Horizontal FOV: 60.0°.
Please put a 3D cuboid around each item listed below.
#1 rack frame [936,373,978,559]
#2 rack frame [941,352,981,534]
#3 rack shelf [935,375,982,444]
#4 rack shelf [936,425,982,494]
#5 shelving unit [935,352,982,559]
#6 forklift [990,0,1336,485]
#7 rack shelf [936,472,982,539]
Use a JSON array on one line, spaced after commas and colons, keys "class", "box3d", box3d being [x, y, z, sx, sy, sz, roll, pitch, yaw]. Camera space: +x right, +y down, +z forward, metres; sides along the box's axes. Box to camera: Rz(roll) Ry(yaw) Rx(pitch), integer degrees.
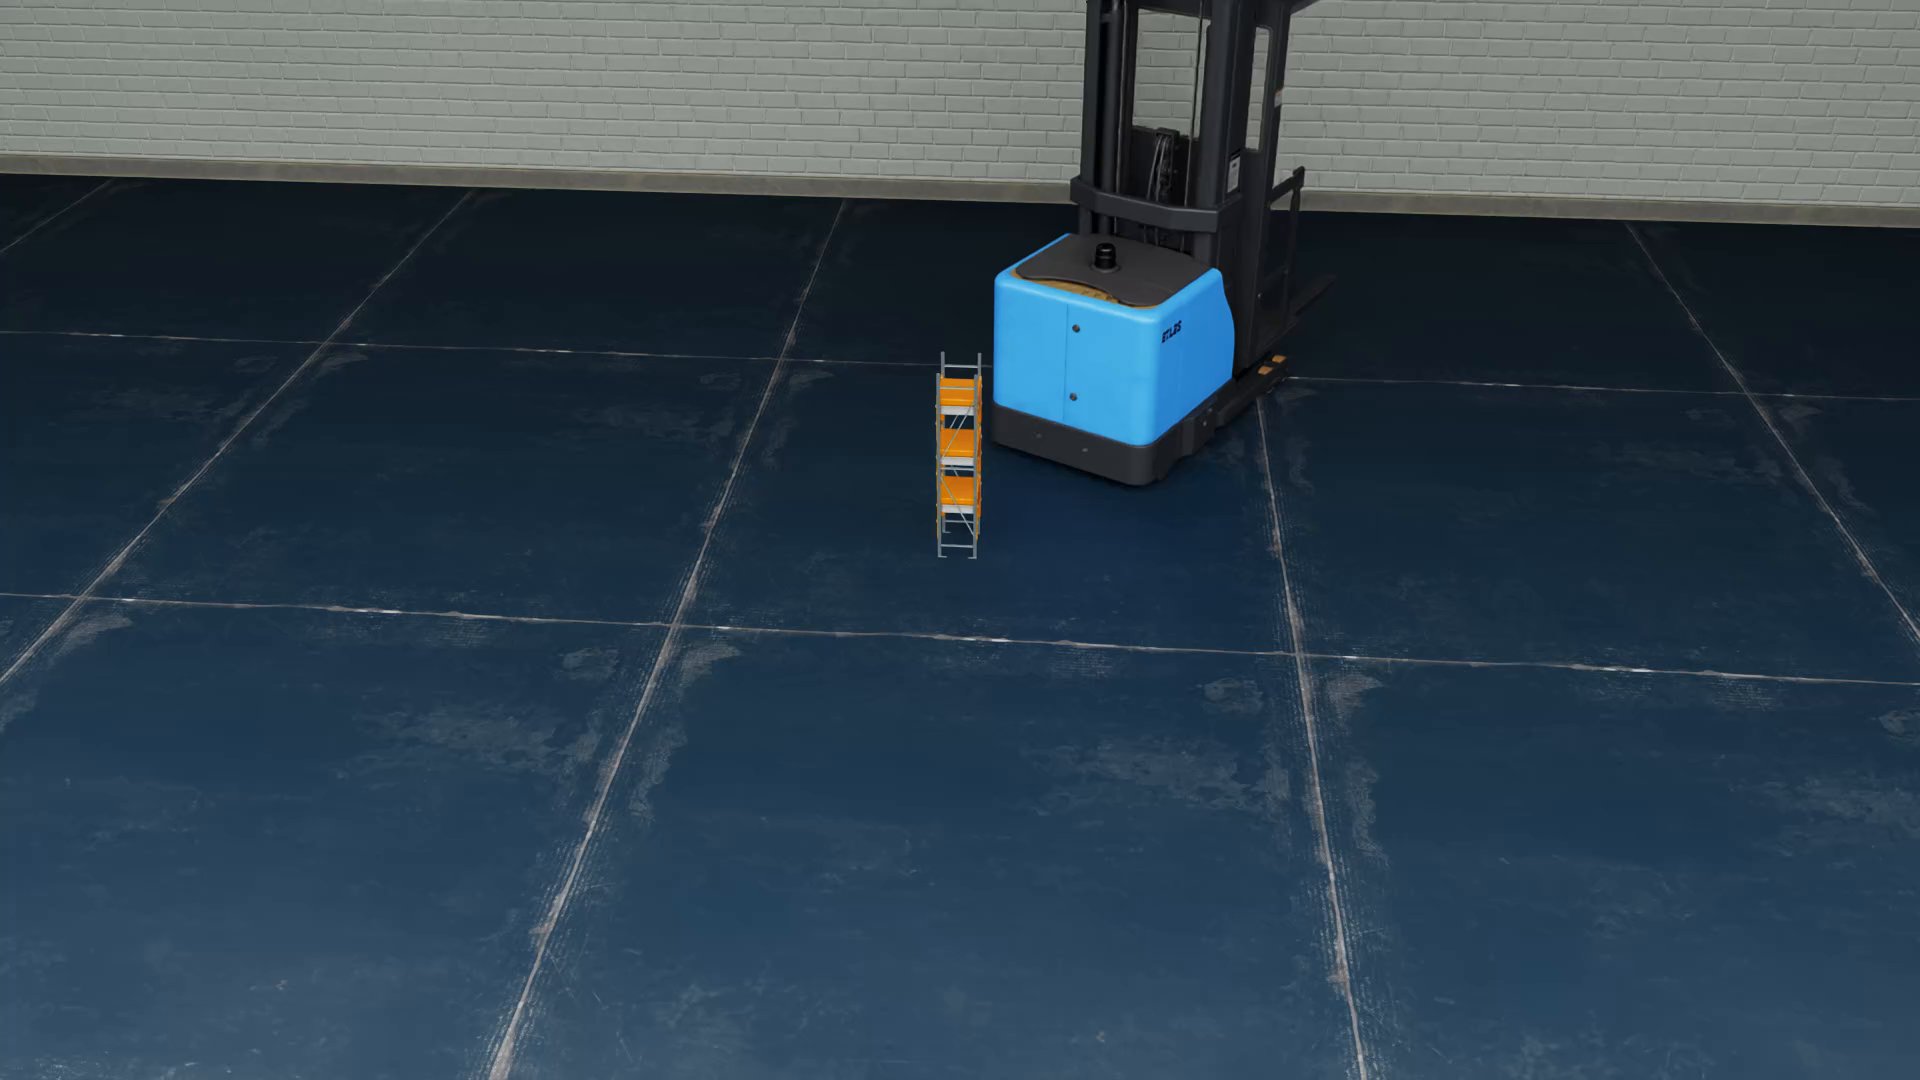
[{"class": "rack frame", "box3d": [-0.014, -0.355, 8.326, 0.200, 1.050, 0.008, 2, 32, 4]}, {"class": "rack frame", "box3d": [0.006, -0.483, 8.533, 0.200, 1.050, 0.008, 2, 32, 4]}, {"class": "rack shelf", "box3d": [-0.004, -0.652, 8.286, 0.215, 0.259, 0.240, 2, 32, 4]}, {"class": "rack shelf", "box3d": [-0.004, -0.410, 8.435, 0.215, 0.259, 0.240, 2, 32, 4]}, {"class": "shelving unit", "box3d": [-0.004, -0.419, 8.429, 0.215, 1.050, 0.252, 2, 32, 4]}, {"class": "forklift", "box3d": [1.413, -2.275, 9.648, 1.130, 2.935, 3.031, 19, 37, 28]}, {"class": "rack shelf", "box3d": [-0.004, -0.173, 8.581, 0.215, 0.259, 0.240, 2, 32, 4]}]
